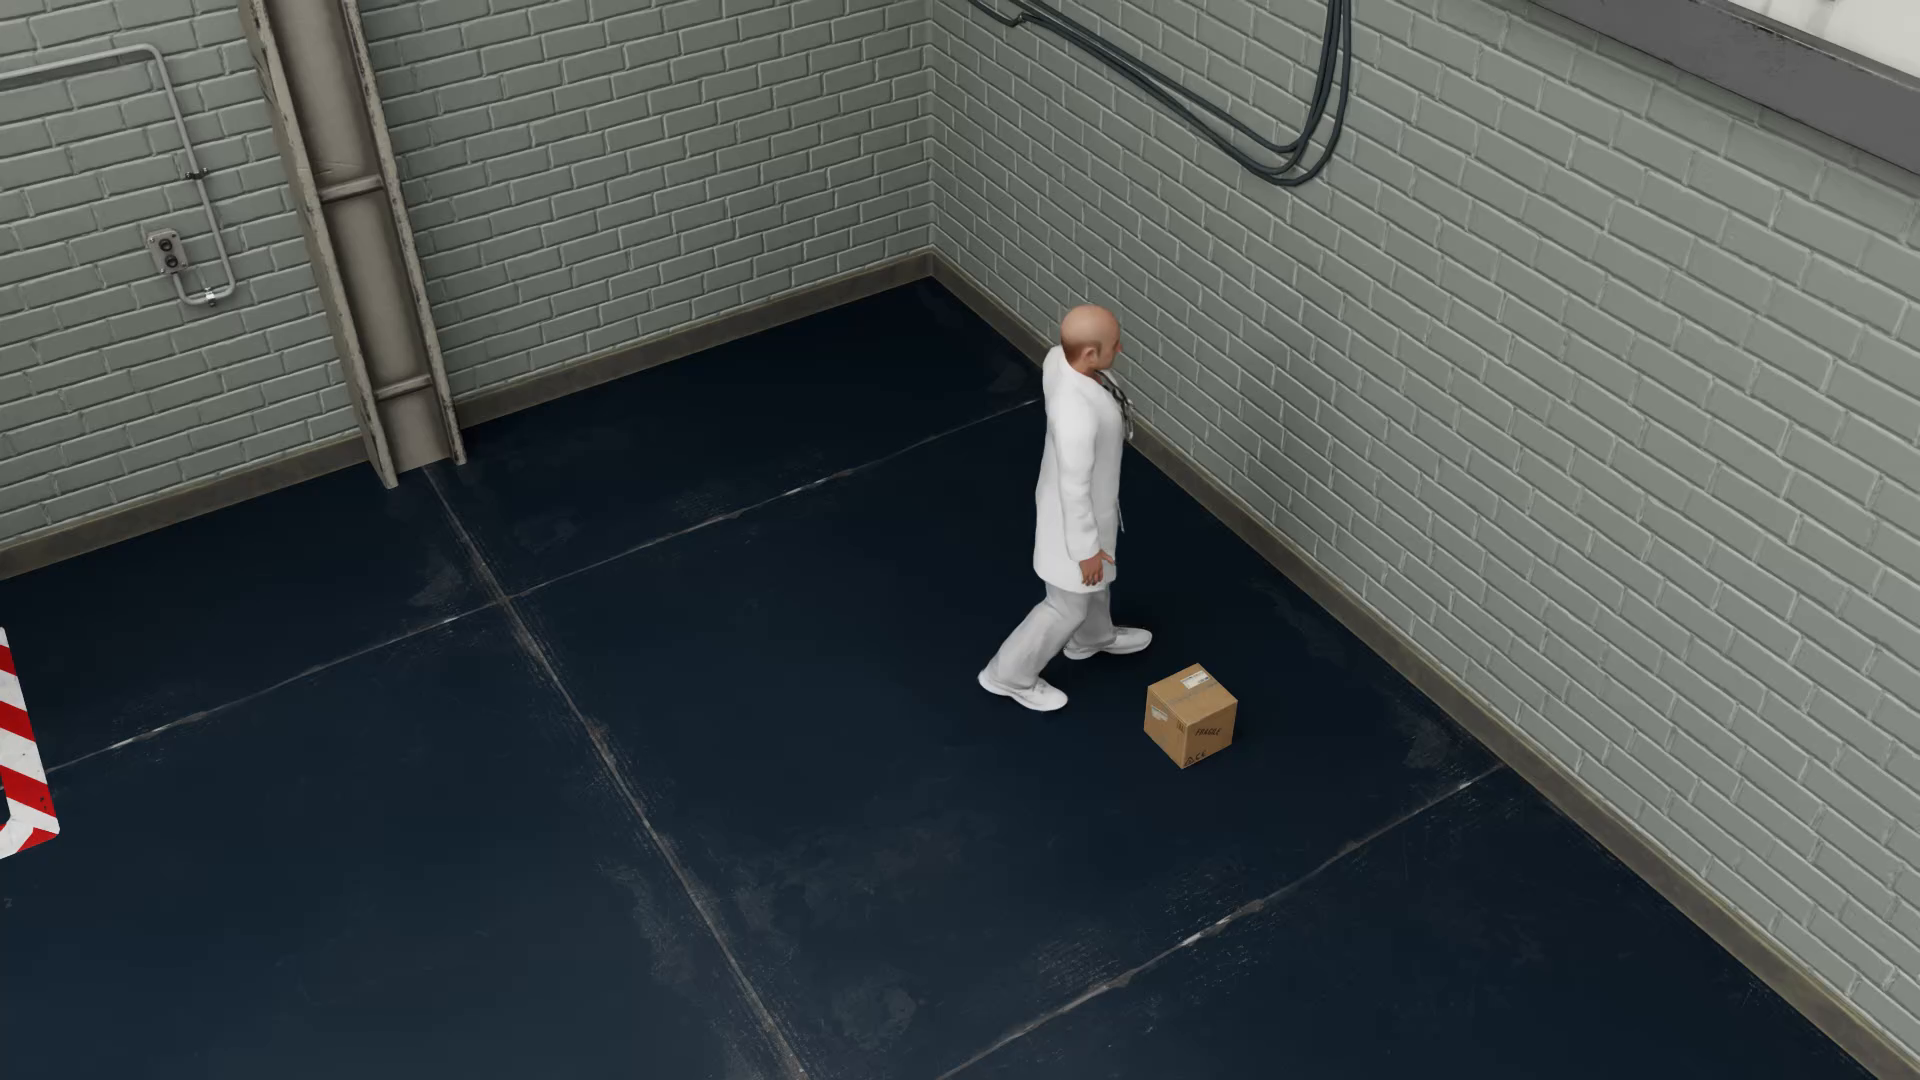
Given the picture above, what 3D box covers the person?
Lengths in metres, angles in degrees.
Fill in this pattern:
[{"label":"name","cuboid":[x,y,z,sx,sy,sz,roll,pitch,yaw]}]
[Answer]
[{"label":"person","cuboid":[0.438,-0.115,6.307,0.737,1.792,0.651,-1,40,-1]}]
